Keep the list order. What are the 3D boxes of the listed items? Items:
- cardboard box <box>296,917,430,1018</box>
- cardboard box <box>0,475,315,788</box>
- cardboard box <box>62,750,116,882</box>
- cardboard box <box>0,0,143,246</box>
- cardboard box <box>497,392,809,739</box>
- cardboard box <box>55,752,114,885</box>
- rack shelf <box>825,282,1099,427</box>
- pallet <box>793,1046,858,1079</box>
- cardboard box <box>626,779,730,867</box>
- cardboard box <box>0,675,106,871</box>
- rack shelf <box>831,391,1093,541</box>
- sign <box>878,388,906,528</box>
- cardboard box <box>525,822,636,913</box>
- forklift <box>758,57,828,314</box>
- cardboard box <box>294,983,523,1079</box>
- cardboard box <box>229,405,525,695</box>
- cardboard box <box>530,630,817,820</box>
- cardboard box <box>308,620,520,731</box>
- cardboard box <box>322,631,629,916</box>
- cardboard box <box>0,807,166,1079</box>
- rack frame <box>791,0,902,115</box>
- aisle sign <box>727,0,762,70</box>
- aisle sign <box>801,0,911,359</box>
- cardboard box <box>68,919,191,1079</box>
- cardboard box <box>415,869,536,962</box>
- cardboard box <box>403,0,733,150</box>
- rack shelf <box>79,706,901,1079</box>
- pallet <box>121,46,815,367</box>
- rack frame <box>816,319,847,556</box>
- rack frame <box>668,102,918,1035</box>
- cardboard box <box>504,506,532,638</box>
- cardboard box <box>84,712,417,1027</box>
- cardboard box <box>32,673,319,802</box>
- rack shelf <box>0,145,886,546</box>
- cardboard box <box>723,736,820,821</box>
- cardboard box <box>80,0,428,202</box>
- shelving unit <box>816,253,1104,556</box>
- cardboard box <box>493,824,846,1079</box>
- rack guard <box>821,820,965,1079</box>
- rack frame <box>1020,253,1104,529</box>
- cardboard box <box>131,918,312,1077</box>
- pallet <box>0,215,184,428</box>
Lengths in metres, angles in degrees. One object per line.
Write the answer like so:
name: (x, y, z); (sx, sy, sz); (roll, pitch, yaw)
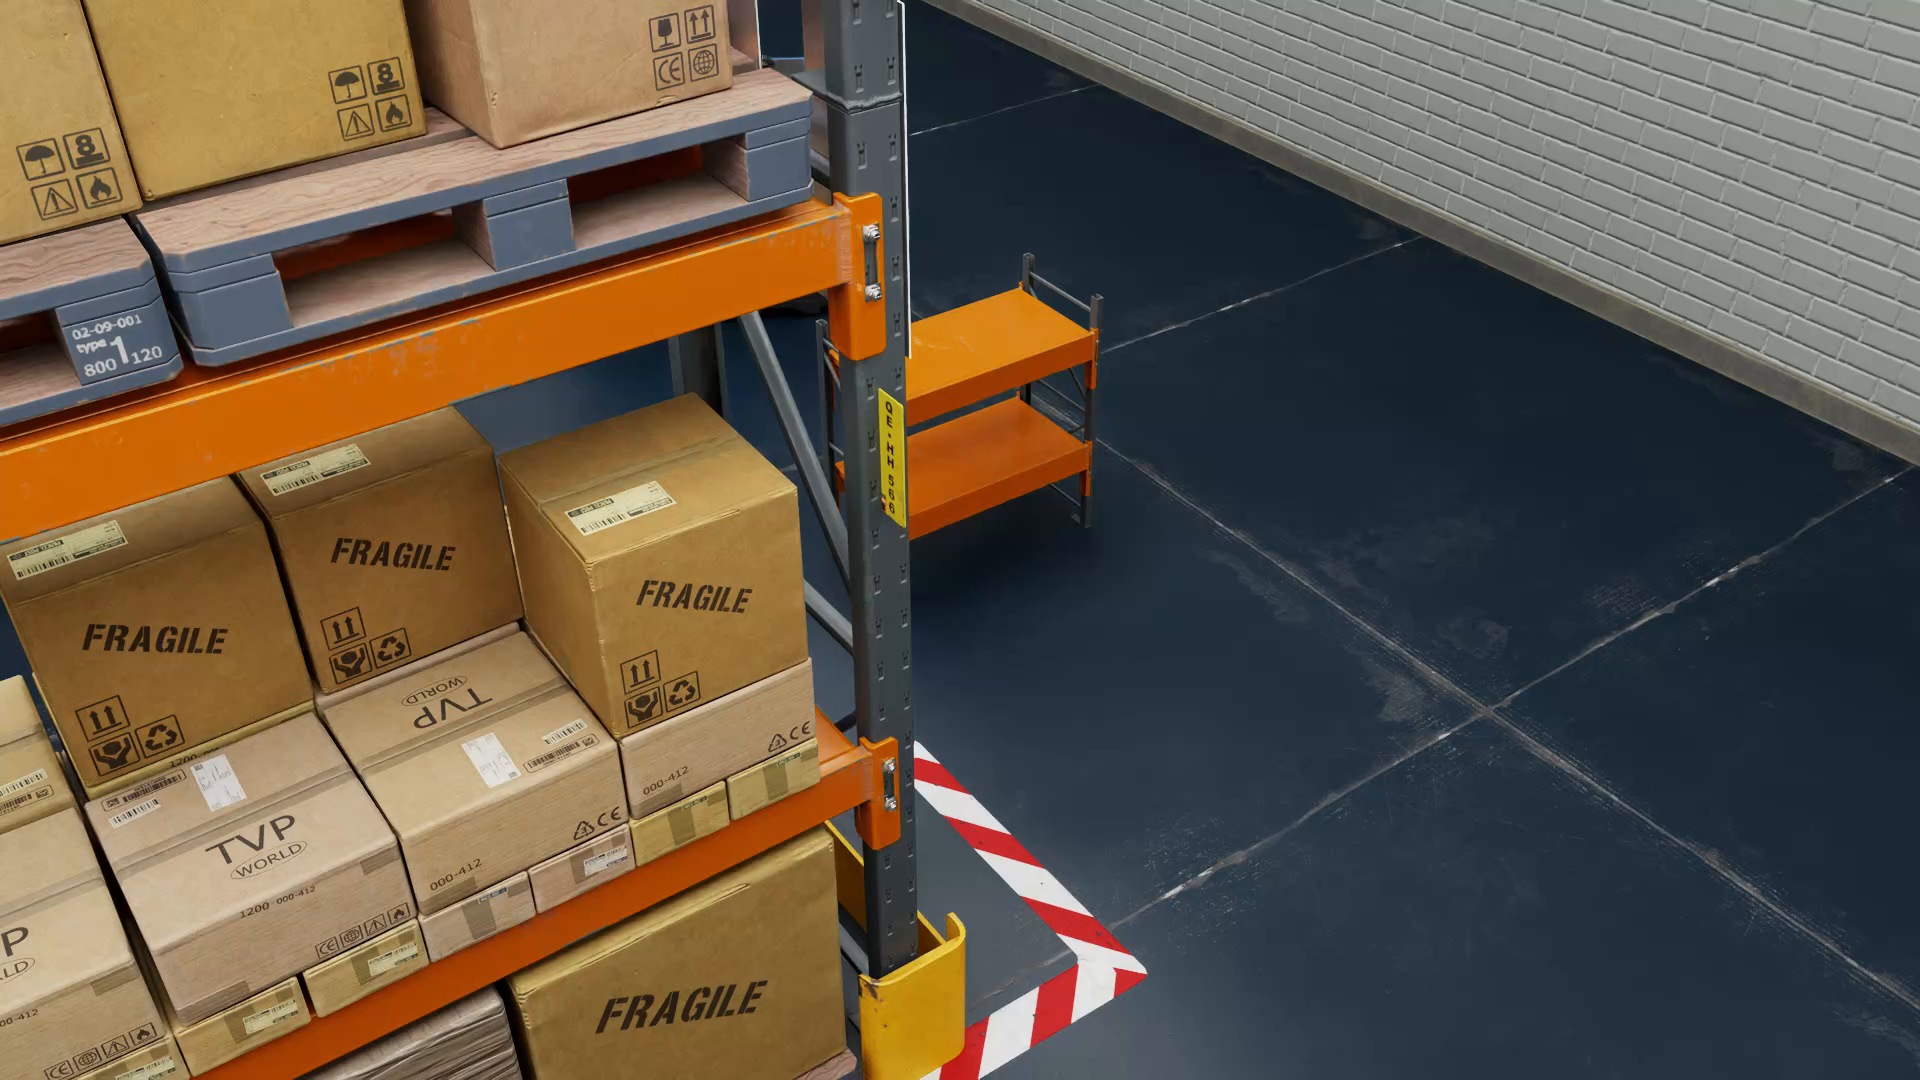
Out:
cardboard box: (-1.391, 0.844, 3.723); (0.250, 0.149, 0.380); (-23, 42, -29)
cardboard box: (-1.832, 0.134, 3.726); (0.500, 0.500, 0.500); (-24, 42, -29)
cardboard box: (-1.985, 0.618, 4.037); (0.250, 0.149, 0.380); (-23, 42, -28)
cardboard box: (-1.774, -0.820, 2.721); (0.500, 0.500, 0.700); (-25, 43, -31)
cardboard box: (-0.702, 0.046, 3.849); (0.500, 0.500, 0.500); (-22, 41, -27)
cardboard box: (-2.192, 0.703, 3.919); (0.250, 0.149, 0.380); (-23, 42, -29)
rack shelf: (0.006, -0.697, 6.754); (1.000, 0.278, 0.538); (-22, 41, -28)
pallet: (-1.064, 1.559, 4.902); (1.213, 0.211, 1.003); (-22, 41, -28)
cardboard box: (-0.768, 0.588, 4.079); (0.250, 0.149, 0.380); (-22, 41, -27)
cardboard box: (-2.260, 0.617, 3.697); (0.500, 0.250, 0.500); (-23, 42, -29)
rack shelf: (0.006, -0.260, 7.067); (1.000, 0.278, 0.538); (-22, 41, -28)
sign: (-0.154, -0.182, 3.739); (0.005, 0.325, 0.100); (-22, 41, -28)
cardboard box: (-0.975, 0.672, 3.962); (0.250, 0.149, 0.380); (-22, 41, -28)
forklift: (-2.120, -2.604, 8.360); (3.031, 2.935, 1.130); (-3, 36, -5)
cardboard box: (-1.676, 1.372, 4.233); (0.875, 0.875, 0.875); (-22, 41, -28)
cardboard box: (-1.412, -0.043, 3.972); (0.500, 0.500, 0.500); (-23, 42, -29)
cardboard box: (-0.698, 0.350, 4.067); (0.500, 0.250, 0.500); (-23, 42, -29)
cardboard box: (-1.424, 0.271, 4.177); (0.500, 0.250, 0.500); (-23, 42, -28)
cardboard box: (-1.113, 0.521, 3.831); (0.500, 0.250, 0.500); (-23, 42, -29)
cardboard box: (-1.953, 0.869, 3.346); (0.500, 0.250, 0.500); (-22, 41, -28)
rack frame: (-0.455, -2.315, 2.762); (0.127, 3.000, 1.000); (-22, 41, -28)
aisle sign: (-0.569, -1.102, 3.987); (0.004, 0.787, 0.394); (-22, 41, -28)
aisle sign: (-0.224, -0.816, 3.589); (0.004, 0.787, 0.394); (-22, 41, -28)
cardboard box: (-1.806, 1.014, 3.487); (0.250, 0.149, 0.380); (-22, 41, -27)
cardboard box: (-1.179, 0.756, 3.846); (0.250, 0.149, 0.380); (-22, 41, -27)
cardboard box: (-0.849, -1.148, 3.178); (0.500, 0.500, 0.700); (-25, 43, -30)
rack shelf: (-2.090, 1.085, 3.788); (4.000, 0.370, 1.077); (-22, 41, -28)
pallet: (-1.056, -0.807, 3.309); (1.213, 0.211, 1.003); (-22, 41, -28)
rack frame: (-0.410, -0.288, 6.687); (0.032, 1.125, 0.500); (-22, 41, -28)
rack frame: (-0.455, 0.121, 4.513); (0.127, 3.000, 1.000); (-22, 41, -28)
cardboard box: (-1.003, 0.093, 4.425); (0.500, 0.250, 0.500); (-24, 42, -29)
cardboard box: (-1.529, 0.692, 3.592); (0.500, 0.250, 0.500); (-24, 42, -29)
cardboard box: (-1.837, 0.439, 3.945); (0.500, 0.250, 0.500); (-24, 42, -29)
rack shelf: (-2.090, -0.132, 2.912); (4.000, 0.370, 1.077); (-22, 41, -28)
cardboard box: (-0.557, 0.500, 4.202); (0.250, 0.149, 0.380); (-22, 41, -27)
cardboard box: (-1.379, -1.017, 2.995); (0.500, 0.500, 0.700); (-24, 42, -29)
shelving unit: (0.006, -0.459, 6.925); (1.048, 1.125, 0.538); (-22, 41, -28)
cardboard box: (-0.932, 1.066, 4.659); (0.875, 0.875, 0.875); (-22, 41, -28)
rack guard: (-0.436, 1.127, 5.254); (0.348, 0.500, 1.175); (-22, 41, -28)
rack frame: (0.421, -0.630, 7.162); (0.032, 1.125, 0.500); (-22, 41, -28)
cardboard box: (-1.602, 0.931, 3.601); (0.250, 0.149, 0.380); (-22, 41, -28)
pallet: (-2.054, -0.394, 2.736); (1.213, 0.211, 1.003); (-22, 41, -28)
